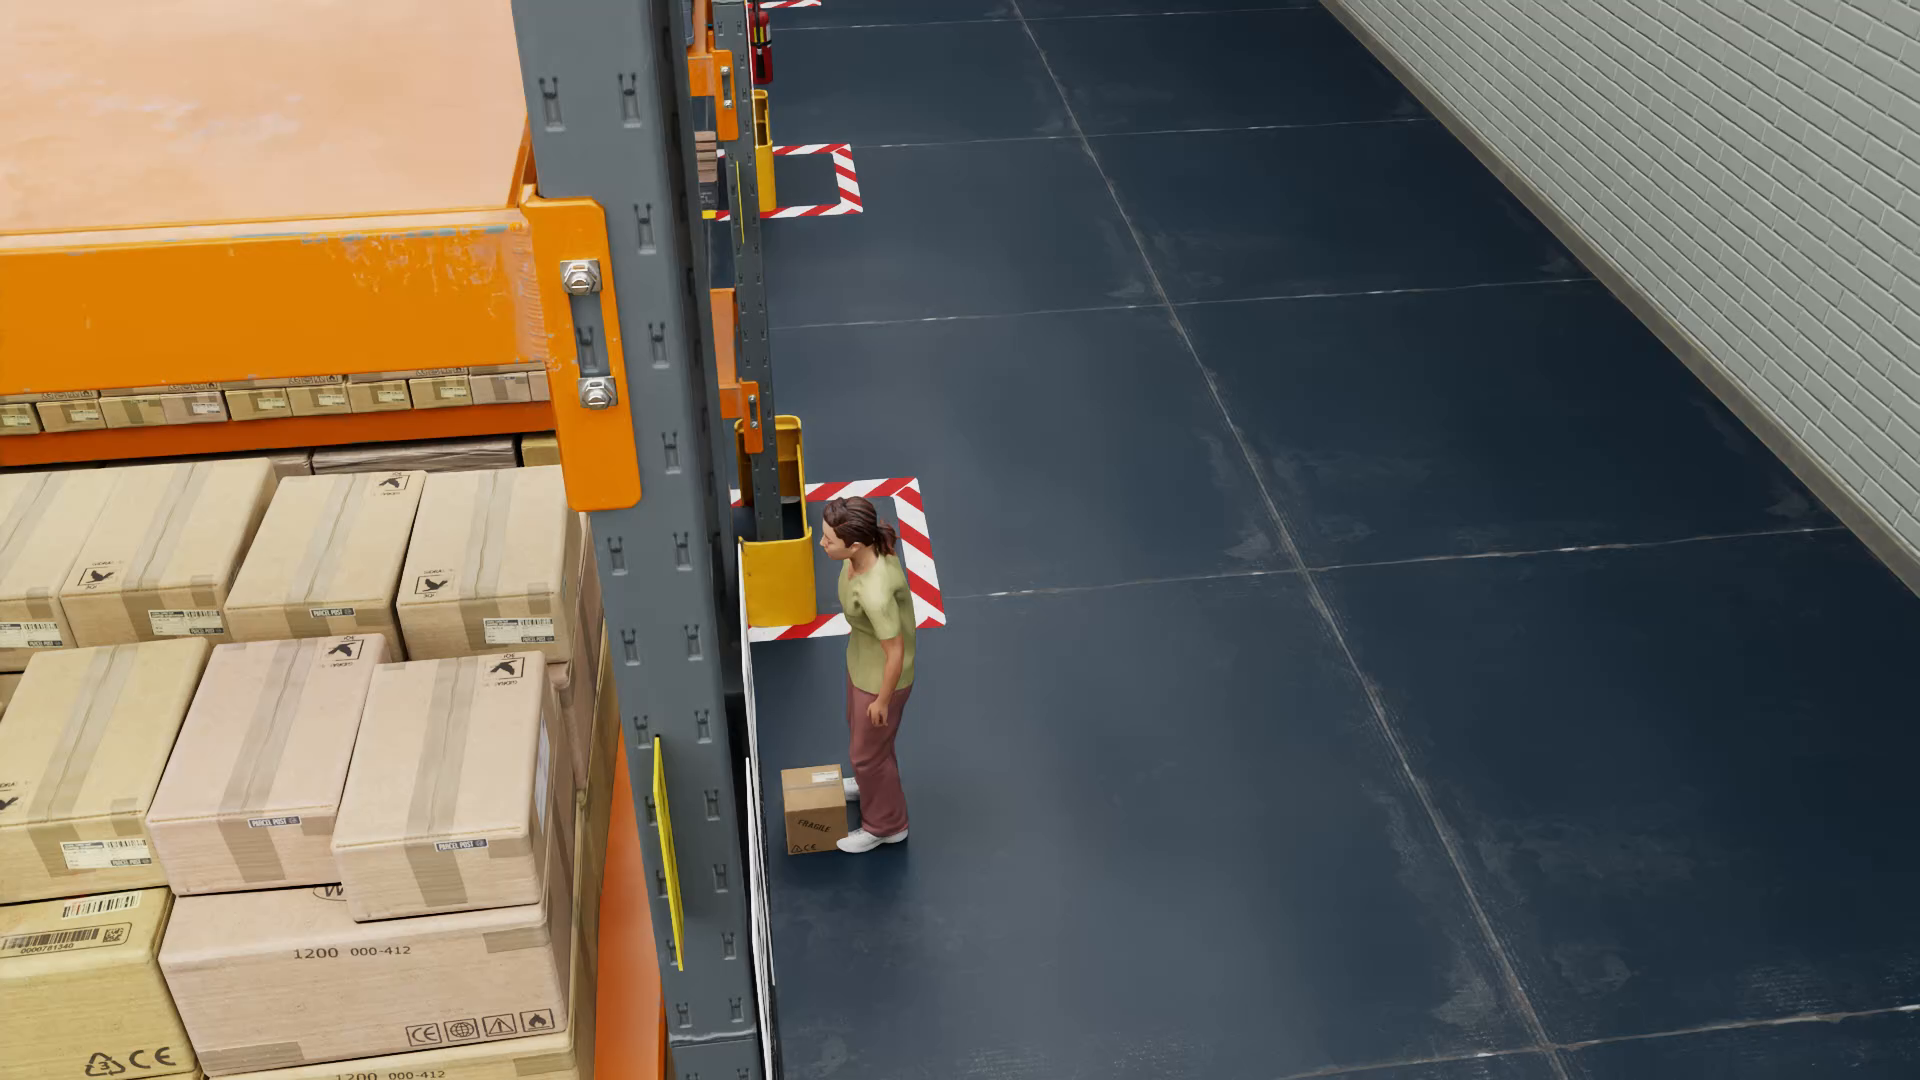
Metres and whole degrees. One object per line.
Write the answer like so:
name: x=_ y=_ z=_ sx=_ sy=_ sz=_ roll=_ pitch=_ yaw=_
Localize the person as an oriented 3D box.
person: x=-0.357 y=0.515 z=6.537 sx=0.362 sy=1.671 sz=0.519 roll=-7 pitch=35 yaw=-9
